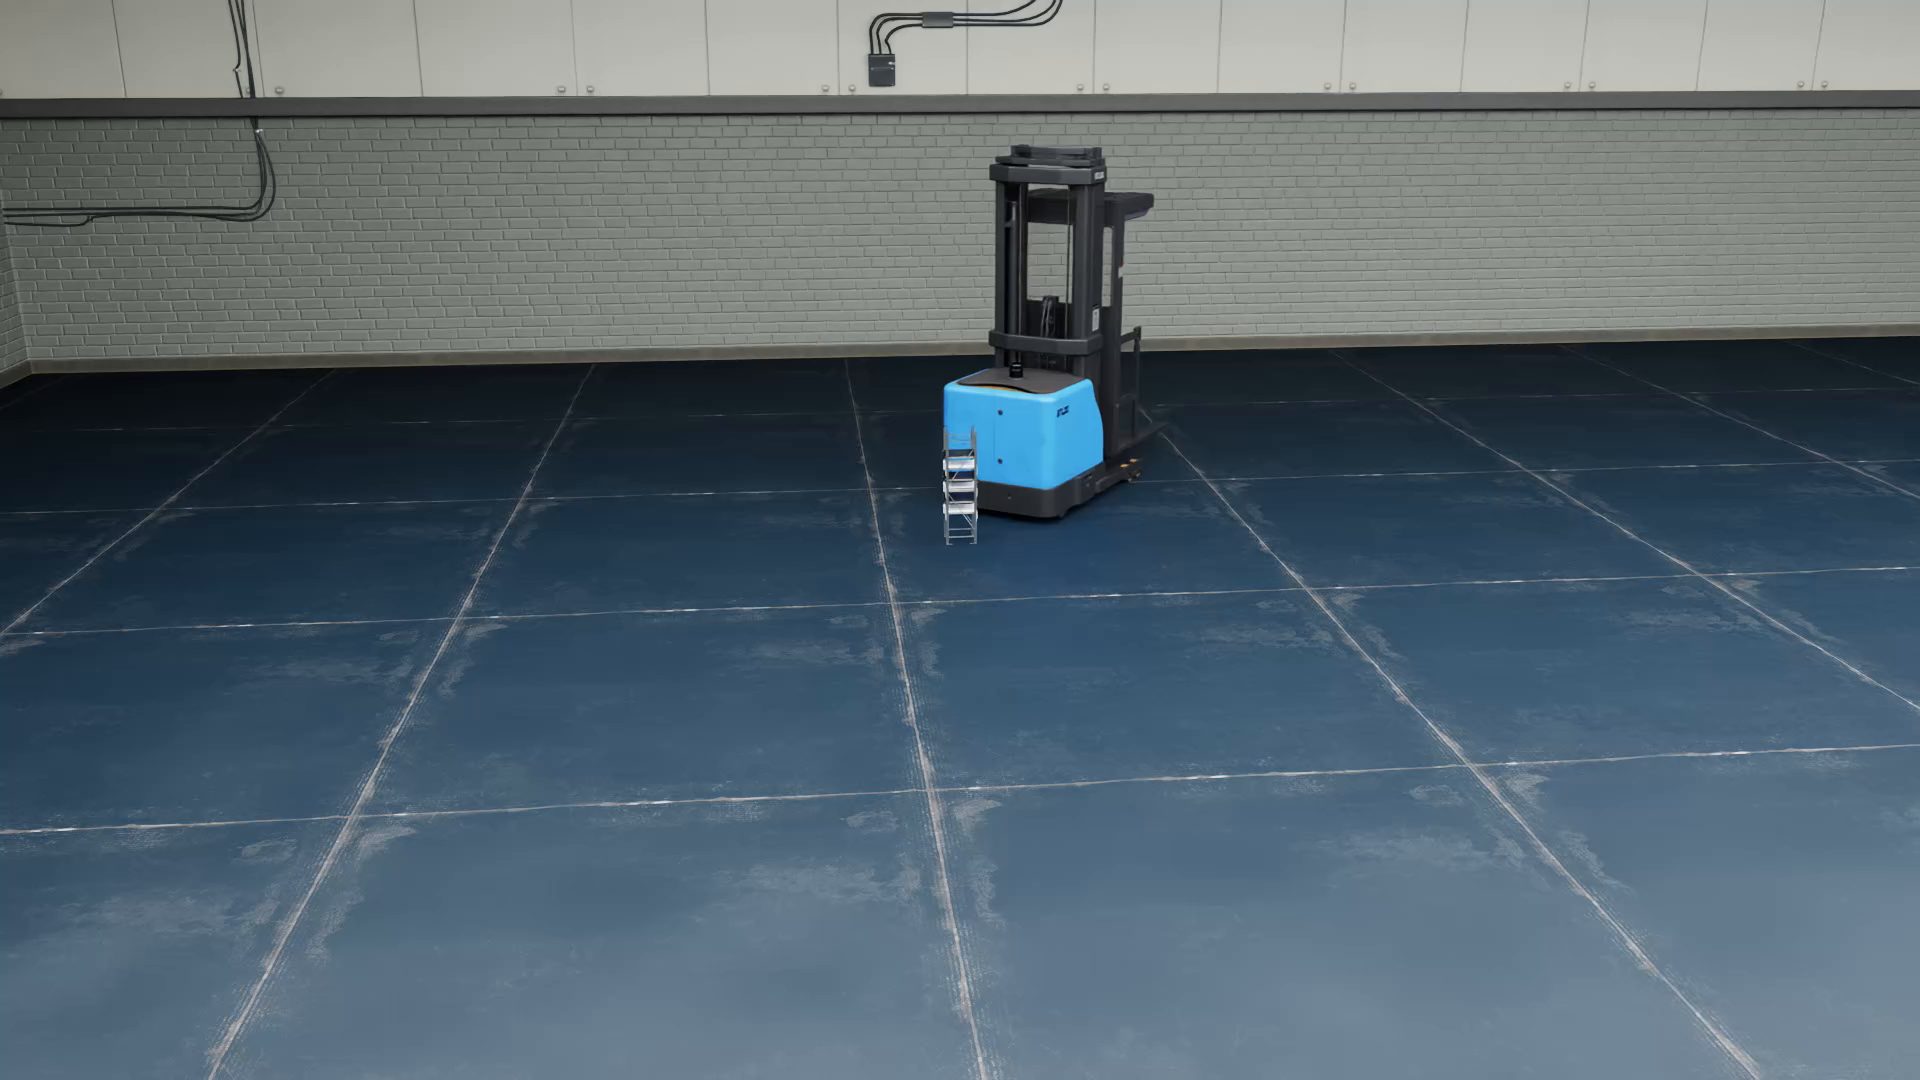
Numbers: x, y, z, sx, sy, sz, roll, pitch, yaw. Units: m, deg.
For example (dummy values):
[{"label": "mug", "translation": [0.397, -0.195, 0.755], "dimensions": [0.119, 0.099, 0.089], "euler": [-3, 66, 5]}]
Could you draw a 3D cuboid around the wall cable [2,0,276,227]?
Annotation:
[{"label": "wall cable", "translation": [-9.353, -4.783, 18.574], "dimensions": [3.097, 2.526, 0.112], "euler": [-2, 18, -6]}]

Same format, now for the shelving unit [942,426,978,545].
[{"label": "shelving unit", "translation": [0.001, -0.427, 13.035], "dimensions": [0.258, 0.900, 0.210], "euler": [-2, 18, -6]}]

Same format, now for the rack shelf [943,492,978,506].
[{"label": "rack shelf", "translation": [0.001, -0.309, 13.072], "dimensions": [0.258, 0.077, 0.200], "euler": [-2, 18, -6]}]

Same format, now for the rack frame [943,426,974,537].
[{"label": "rack frame", "translation": [-0.010, -0.457, 13.131], "dimensions": [0.240, 0.900, 0.006], "euler": [-2, 18, -6]}]

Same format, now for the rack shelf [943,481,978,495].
[{"label": "rack shelf", "translation": [0.001, -0.395, 13.045], "dimensions": [0.258, 0.077, 0.200], "euler": [-2, 18, -6]}]

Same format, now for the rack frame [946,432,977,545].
[{"label": "rack frame", "translation": [0.011, -0.397, 12.938], "dimensions": [0.240, 0.900, 0.006], "euler": [-2, 18, -6]}]

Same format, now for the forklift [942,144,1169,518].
[{"label": "forklift", "translation": [0.997, -1.971, 14.562], "dimensions": [1.130, 2.935, 3.031], "euler": [9, 20, 27]}]

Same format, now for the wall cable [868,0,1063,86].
[{"label": "wall cable", "translation": [0.091, -8.176, 18.519], "dimensions": [2.305, 6.003, 0.169], "euler": [-2, 18, -6]}]

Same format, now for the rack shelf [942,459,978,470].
[{"label": "rack shelf", "translation": [0.001, -0.567, 12.991], "dimensions": [0.258, 0.077, 0.200], "euler": [-2, 18, -6]}]

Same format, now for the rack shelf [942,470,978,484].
[{"label": "rack shelf", "translation": [0.001, -0.481, 13.018], "dimensions": [0.258, 0.077, 0.200], "euler": [-2, 18, -6]}]

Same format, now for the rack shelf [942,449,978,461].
[{"label": "rack shelf", "translation": [0.001, -0.653, 12.964], "dimensions": [0.258, 0.077, 0.200], "euler": [-2, 18, -6]}]

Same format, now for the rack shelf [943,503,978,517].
[{"label": "rack shelf", "translation": [0.001, -0.223, 13.098], "dimensions": [0.258, 0.077, 0.200], "euler": [-2, 18, -6]}]
